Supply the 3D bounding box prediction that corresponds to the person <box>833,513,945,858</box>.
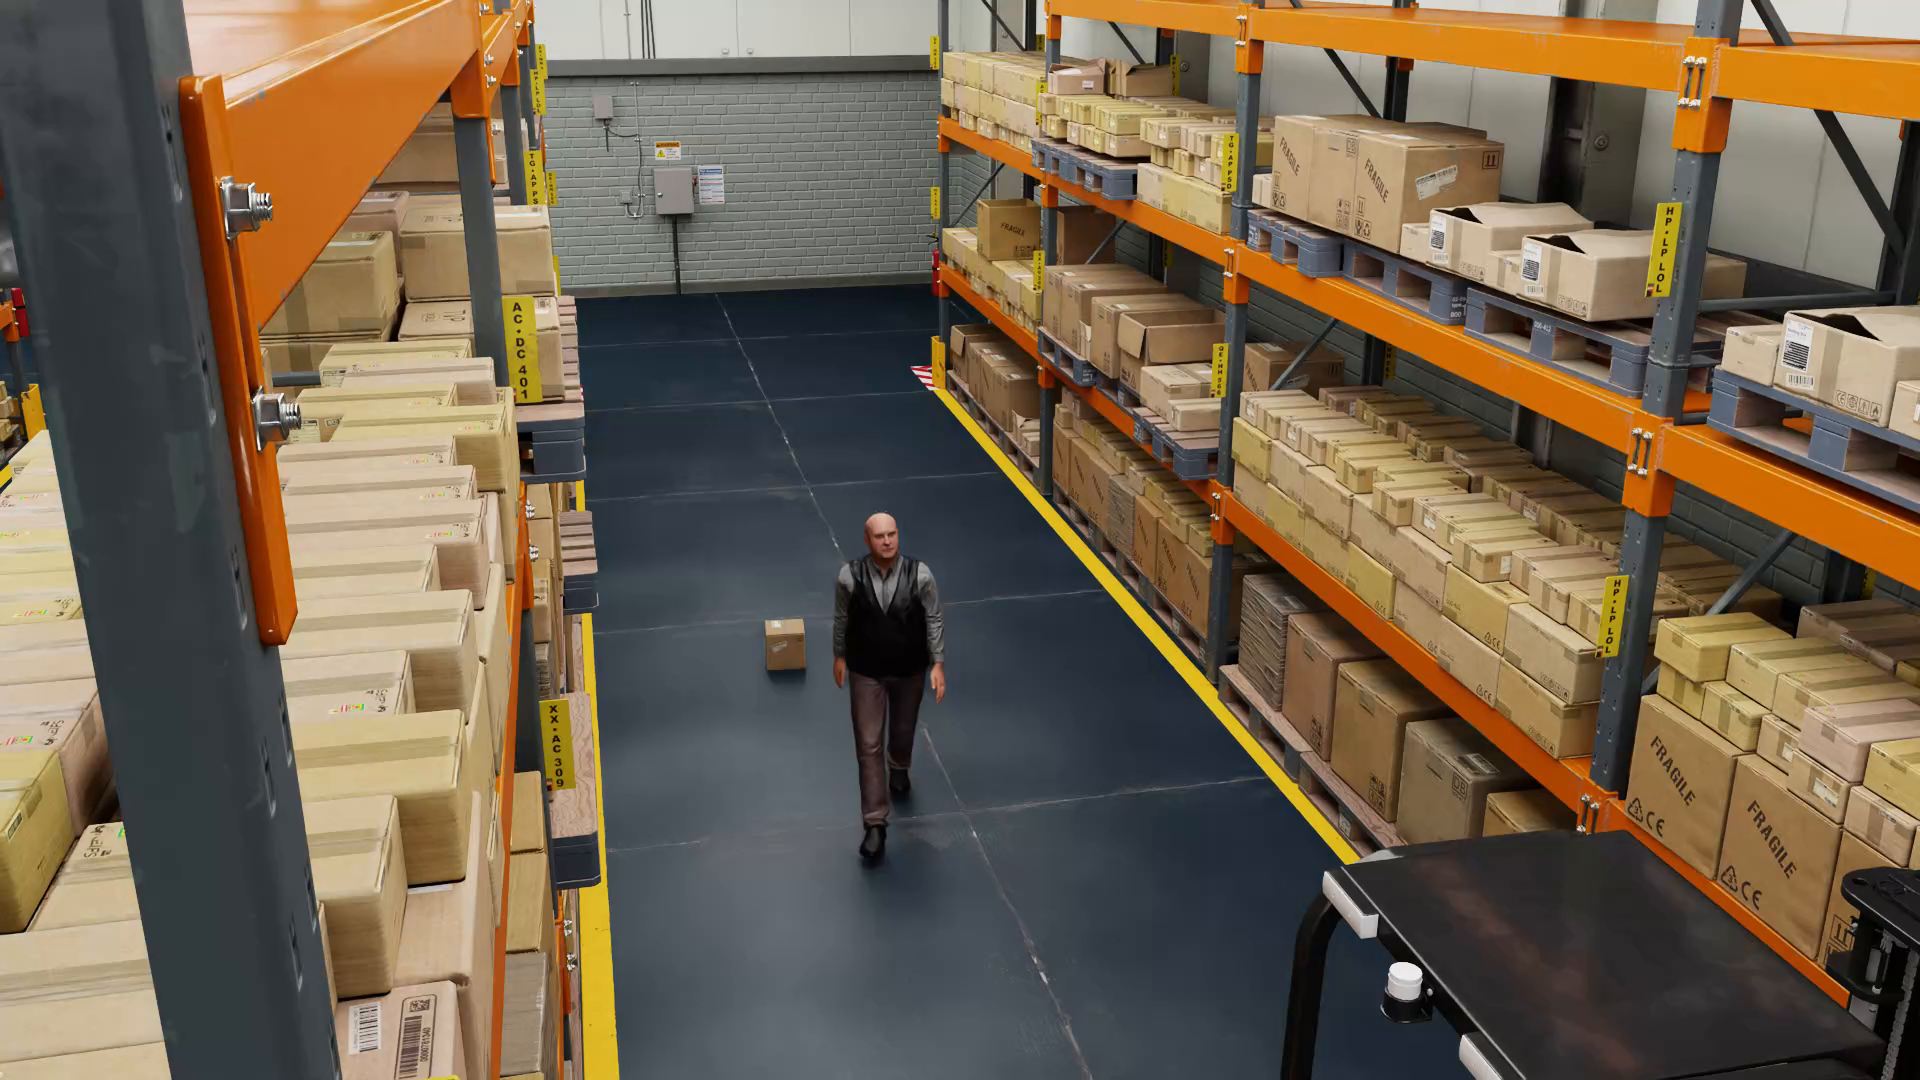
[{"bbox_3d":[-0.365,0.686,8.625,0.569,1.663,1.015,-2,20,-7],"label":"person"}]
